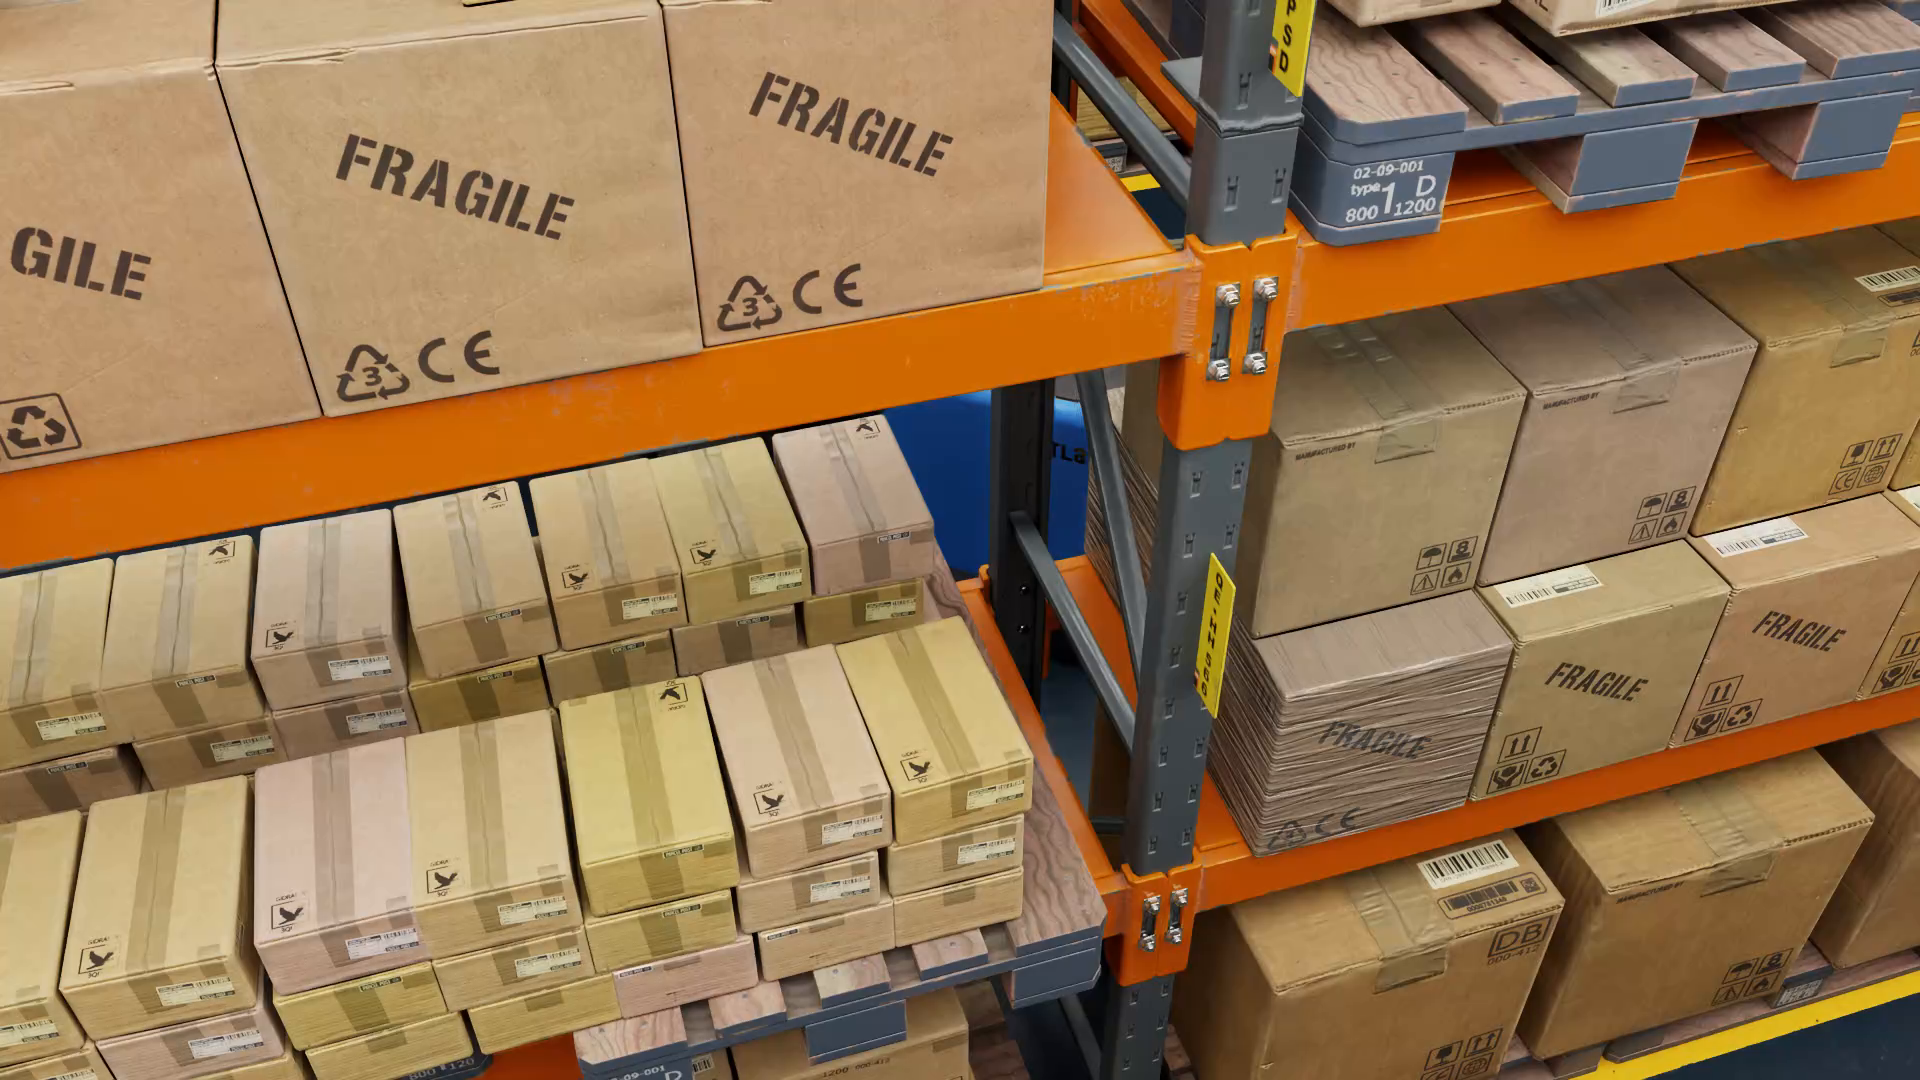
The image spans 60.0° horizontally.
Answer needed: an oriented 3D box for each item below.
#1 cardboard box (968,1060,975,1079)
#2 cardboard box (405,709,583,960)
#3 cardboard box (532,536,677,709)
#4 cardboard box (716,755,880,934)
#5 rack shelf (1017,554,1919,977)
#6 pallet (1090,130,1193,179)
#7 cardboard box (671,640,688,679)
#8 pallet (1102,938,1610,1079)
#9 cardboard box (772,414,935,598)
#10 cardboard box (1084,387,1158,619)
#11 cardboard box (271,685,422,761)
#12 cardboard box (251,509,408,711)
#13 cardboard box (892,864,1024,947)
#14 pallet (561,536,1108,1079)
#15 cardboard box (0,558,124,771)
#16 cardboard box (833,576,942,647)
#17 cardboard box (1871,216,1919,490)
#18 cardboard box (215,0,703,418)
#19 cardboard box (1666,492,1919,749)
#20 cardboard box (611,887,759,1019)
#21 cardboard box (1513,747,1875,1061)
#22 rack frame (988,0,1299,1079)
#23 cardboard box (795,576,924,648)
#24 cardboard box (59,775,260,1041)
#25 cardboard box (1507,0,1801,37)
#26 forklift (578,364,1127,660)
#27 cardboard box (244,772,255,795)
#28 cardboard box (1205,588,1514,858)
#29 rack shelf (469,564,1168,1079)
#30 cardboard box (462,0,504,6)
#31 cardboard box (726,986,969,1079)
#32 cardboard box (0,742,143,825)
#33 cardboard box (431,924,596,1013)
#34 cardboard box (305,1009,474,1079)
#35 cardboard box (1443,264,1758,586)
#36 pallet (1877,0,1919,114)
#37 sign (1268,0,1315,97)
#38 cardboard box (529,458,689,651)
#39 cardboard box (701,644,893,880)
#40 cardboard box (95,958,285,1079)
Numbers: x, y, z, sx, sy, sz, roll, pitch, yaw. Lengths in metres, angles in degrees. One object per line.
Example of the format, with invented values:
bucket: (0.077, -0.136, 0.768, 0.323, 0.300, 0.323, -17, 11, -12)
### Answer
cardboard box: (-0.272, 1.317, 4.043, 0.500, 0.500, 0.500, -12, 43, -13)
cardboard box: (-0.796, 0.492, 2.827, 0.250, 0.149, 0.380, -11, 42, -12)
cardboard box: (-0.756, 0.143, 3.452, 0.250, 0.149, 0.380, -13, 43, -14)
cardboard box: (-0.311, 0.501, 3.042, 0.250, 0.149, 0.380, -10, 42, -11)
rack shelf: (2.185, 0.115, 4.385, 4.000, 0.370, 1.077, -12, 42, -13)
pallet: (0.601, -2.189, 8.595, 1.213, 0.211, 1.003, -12, 42, -13)
cardboard box: (-0.723, 0.245, 3.562, 0.250, 0.149, 0.380, -10, 42, -11)
pallet: (1.052, 1.181, 4.737, 1.213, 0.211, 1.003, -12, 42, -13)
cardboard box: (-0.226, -0.077, 3.478, 0.250, 0.149, 0.380, -12, 42, -13)
cardboard box: (0.626, -0.055, 3.958, 0.500, 0.500, 0.500, -12, 42, -13)
cardboard box: (-1.234, 0.242, 3.339, 0.250, 0.149, 0.380, -12, 42, -13)
cardboard box: (-1.223, 0.129, 3.242, 0.250, 0.149, 0.380, -10, 42, -11)
cardboard box: (-0.055, 0.562, 3.198, 0.250, 0.149, 0.380, -11, 42, -12)
pallet: (-0.371, 0.520, 3.521, 1.003, 0.211, 1.213, -12, 42, -13)
cardboard box: (-1.714, 0.230, 3.127, 0.250, 0.149, 0.380, -12, 43, -14)
cardboard box: (-0.210, 0.138, 3.684, 0.250, 0.149, 0.380, -12, 43, -14)
cardboard box: (2.166, -0.562, 3.777, 0.500, 0.500, 0.700, -12, 43, -13)
cardboard box: (-0.664, -0.548, 2.242, 0.500, 0.500, 0.500, -12, 42, -13)
cardboard box: (1.752, 0.081, 3.801, 0.500, 0.500, 0.500, -12, 42, -13)
cardboard box: (-0.538, 0.661, 3.085, 0.250, 0.149, 0.380, -11, 42, -12)
cardboard box: (1.718, 0.690, 4.571, 0.750, 0.750, 1.050, -11, 42, -12)
rack frame: (0.277, 0.240, 3.696, 0.127, 3.000, 1.000, -12, 42, -13)
cardboard box: (-0.244, 0.034, 3.577, 0.250, 0.149, 0.380, -10, 42, -11)
cardboard box: (-1.287, 0.591, 2.713, 0.250, 0.149, 0.380, -10, 42, -11)
cardboard box: (1.034, -1.057, 2.573, 0.500, 0.311, 0.500, -12, 42, -13)
forklift: (-0.679, -1.301, 5.511, 3.031, 2.935, 1.130, 14, 43, 16)
cardboard box: (-1.474, 0.401, 3.383, 0.250, 0.149, 0.380, -11, 42, -12)
cardboard box: (0.786, 0.283, 3.570, 0.500, 0.500, 0.500, -11, 42, -13)
rack shelf: (-1.630, 0.906, 3.480, 4.000, 0.370, 1.077, -12, 42, -13)
cardboard box: (-0.515, -0.862, 2.019, 0.258, 0.266, 0.396, -12, 42, -13)
cardboard box: (-0.296, 1.040, 3.790, 0.500, 0.250, 0.500, -13, 43, -14)
cardboard box: (-1.728, 0.345, 3.221, 0.250, 0.149, 0.380, -10, 42, -12)
cardboard box: (-0.800, 0.604, 2.924, 0.250, 0.149, 0.380, -12, 42, -13)
cardboard box: (-1.033, 0.762, 2.969, 0.250, 0.149, 0.380, -13, 43, -15)
cardboard box: (1.190, -0.358, 3.544, 0.500, 0.500, 0.700, -12, 43, -14)
pallet: (1.941, -1.202, 3.210, 1.213, 0.211, 1.003, -10, 42, -11)
sign: (0.438, -0.744, 2.148, 0.005, 0.325, 0.100, -12, 42, -13)
cardboard box: (-0.713, 0.022, 3.364, 0.250, 0.149, 0.380, -12, 43, -13)
cardboard box: (-0.293, 0.385, 2.949, 0.250, 0.149, 0.380, -12, 43, -14)
cardboard box: (-1.287, 0.704, 2.810, 0.250, 0.149, 0.380, -11, 42, -12)
